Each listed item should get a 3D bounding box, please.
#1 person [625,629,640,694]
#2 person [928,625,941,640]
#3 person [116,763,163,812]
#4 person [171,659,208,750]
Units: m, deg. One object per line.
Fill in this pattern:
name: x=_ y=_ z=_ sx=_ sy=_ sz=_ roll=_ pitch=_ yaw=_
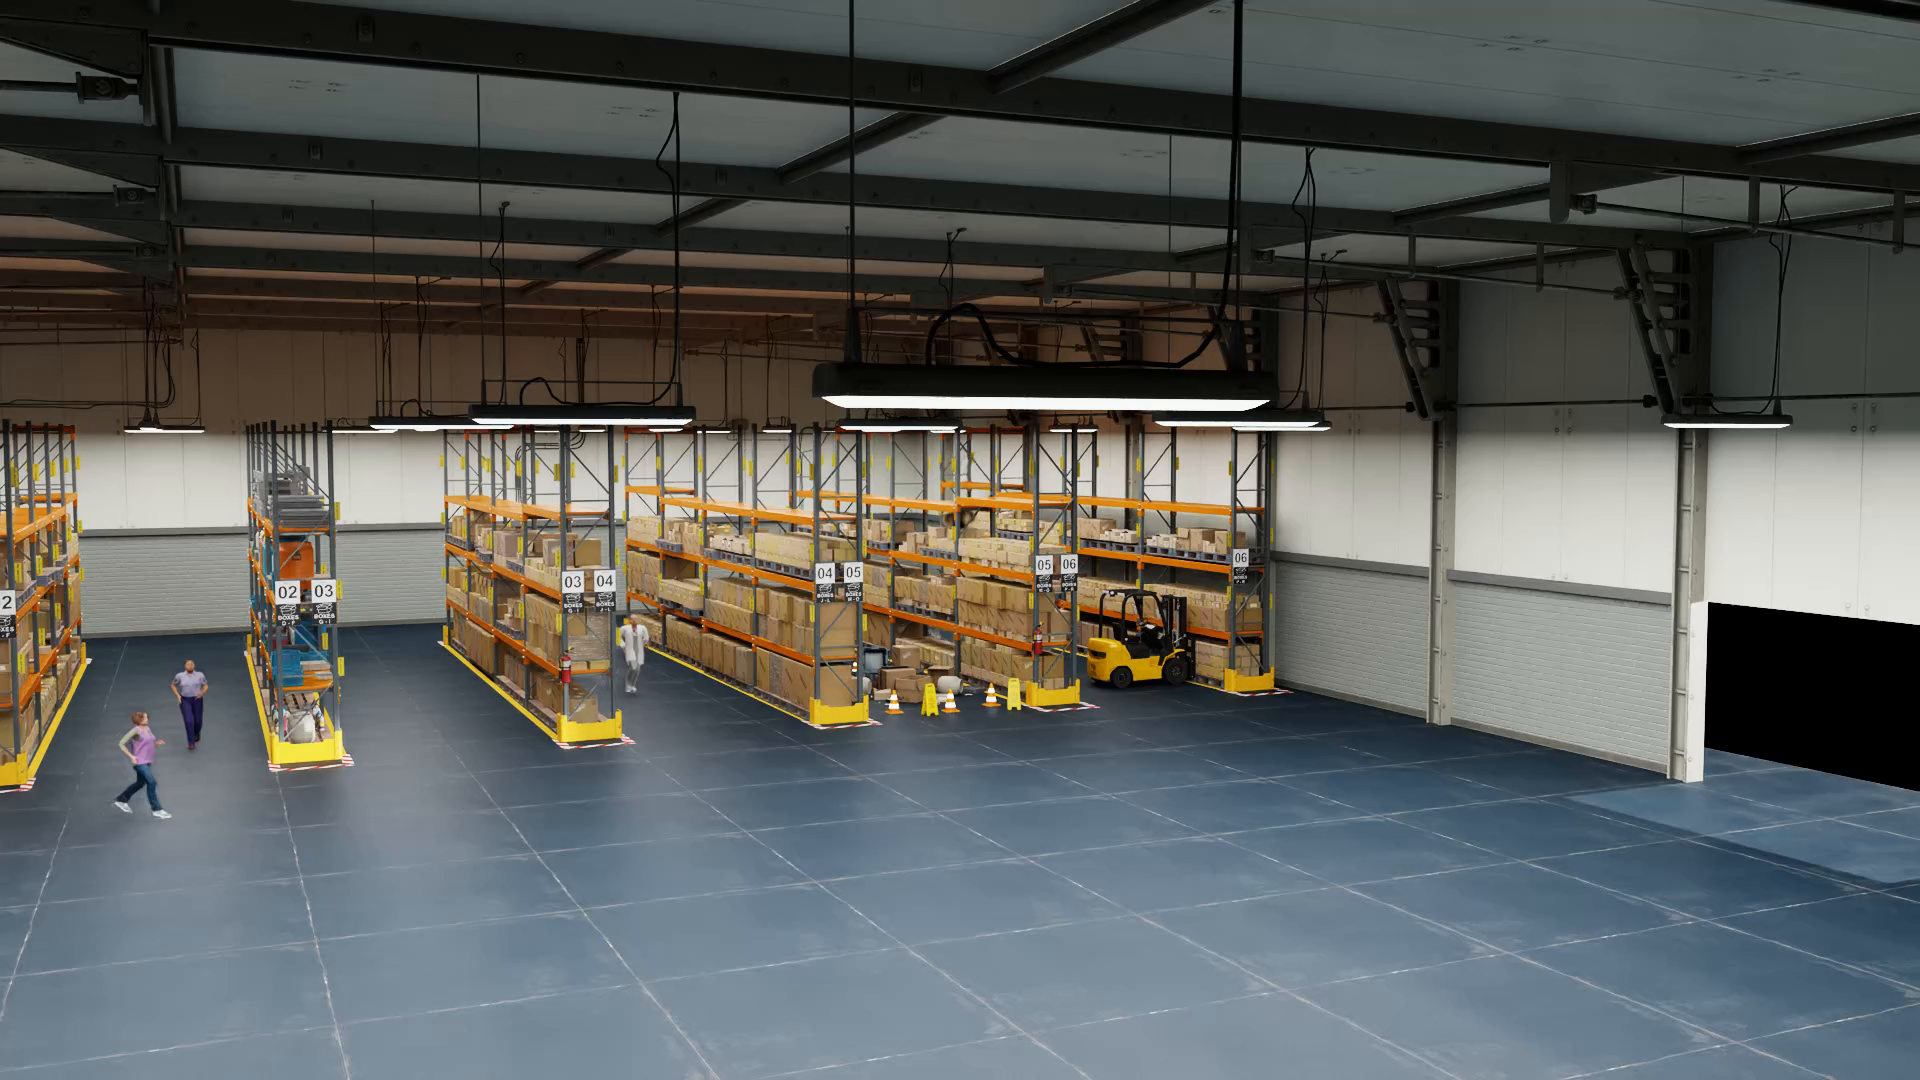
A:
person: x=-7.240 y=2.660 z=37.026 sx=0.601 sy=1.530 sz=0.610 roll=-2 pitch=4 yaw=-27
person: x=-0.686 y=2.185 z=44.748 sx=0.656 sy=1.476 sz=0.551 roll=-2 pitch=4 yaw=-23
person: x=-12.278 y=3.616 z=24.862 sx=0.743 sy=0.854 sz=0.342 roll=0 pitch=4 yaw=-2
person: x=-14.161 y=3.001 z=30.598 sx=0.613 sy=1.640 sz=0.726 roll=-2 pitch=4 yaw=-30
